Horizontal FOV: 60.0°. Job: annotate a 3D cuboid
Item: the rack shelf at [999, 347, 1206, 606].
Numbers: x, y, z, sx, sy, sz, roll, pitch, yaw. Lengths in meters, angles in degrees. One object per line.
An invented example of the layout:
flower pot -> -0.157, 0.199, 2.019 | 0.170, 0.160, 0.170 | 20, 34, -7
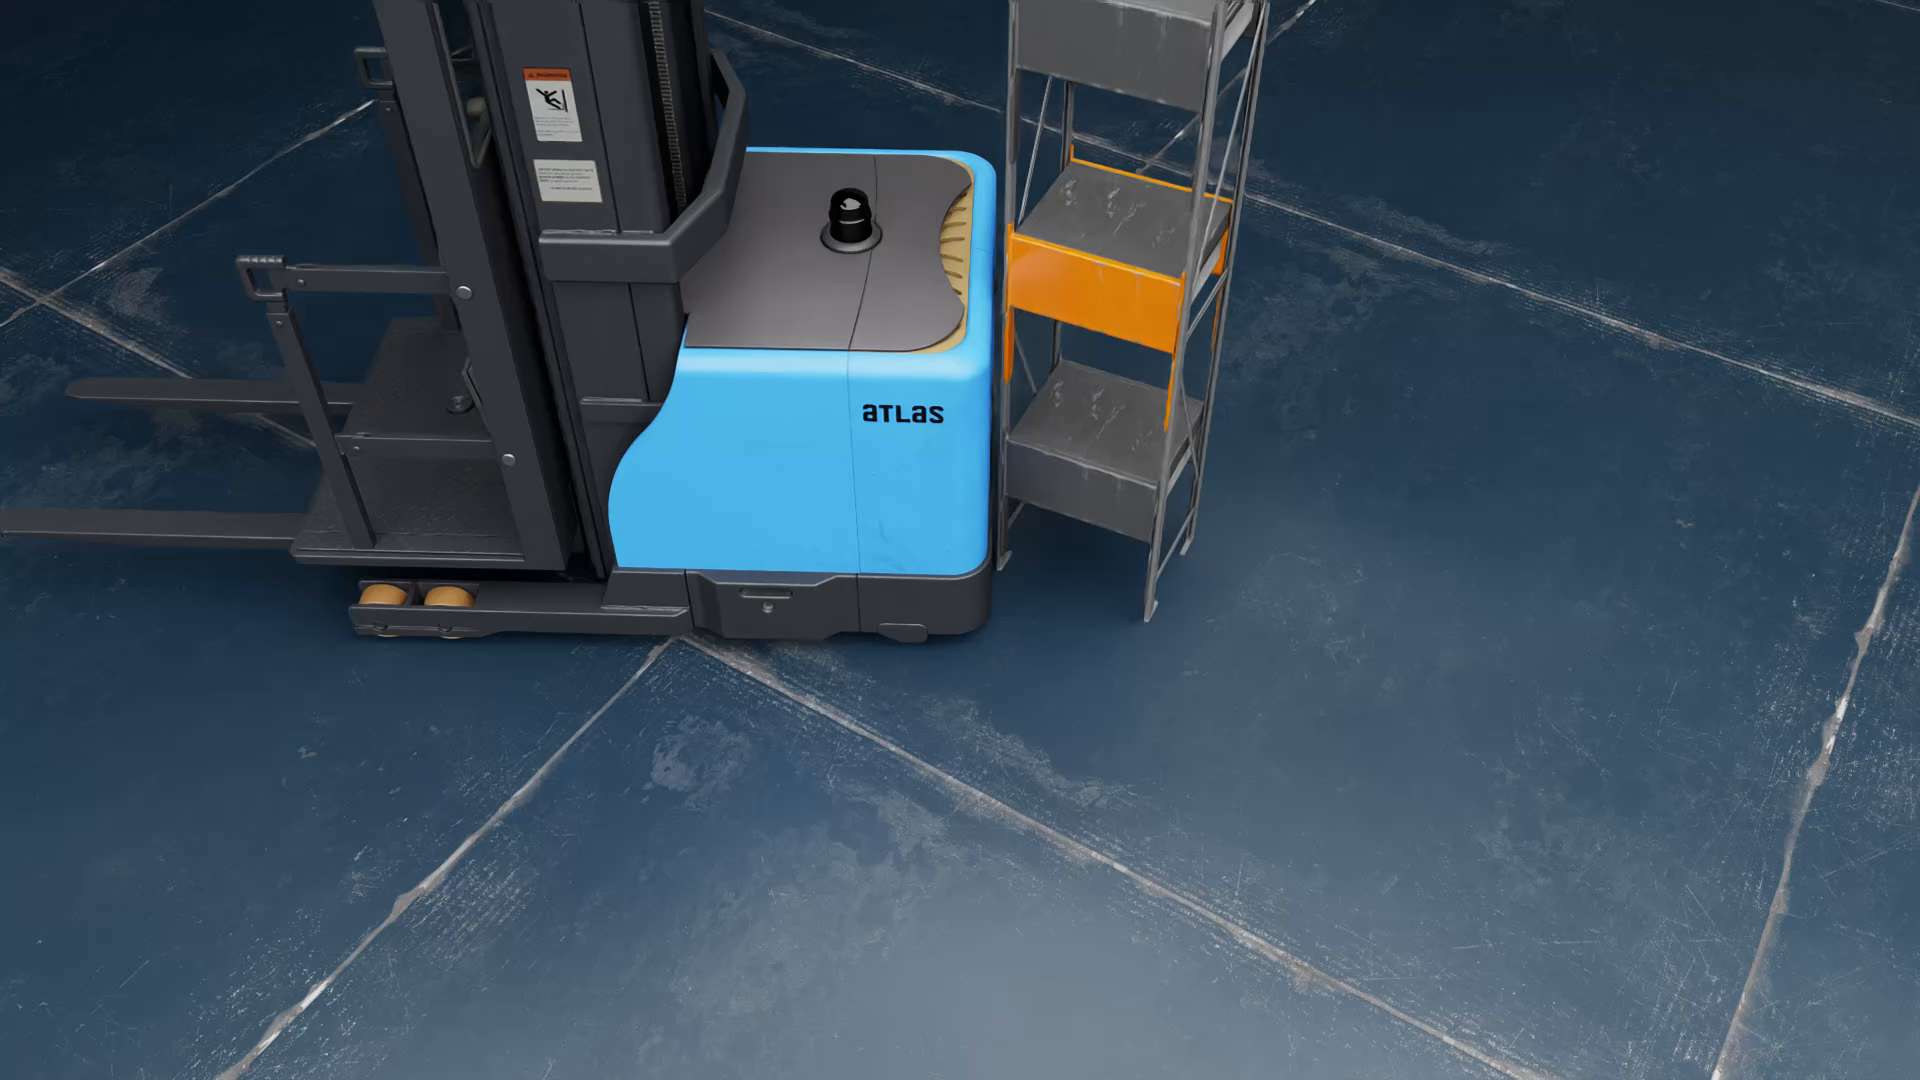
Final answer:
rack shelf -> 0.426, -0.190, 4.965 | 0.480, 0.518, 0.431 | 19, 49, 18

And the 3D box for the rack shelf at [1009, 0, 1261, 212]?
rack shelf -> 0.426, -1.166, 3.961 | 0.480, 0.518, 0.431 | 19, 49, 18

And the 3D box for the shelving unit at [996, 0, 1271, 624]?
shelving unit -> 0.426, -0.687, 4.454 | 0.503, 2.100, 0.431 | 19, 49, 18

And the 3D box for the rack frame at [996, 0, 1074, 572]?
rack frame -> 0.206, -0.763, 4.528 | 0.015, 2.100, 0.400 | 19, 49, 18

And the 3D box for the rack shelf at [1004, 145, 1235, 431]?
rack shelf -> 0.426, -0.678, 4.463 | 0.480, 0.518, 0.431 | 19, 49, 18

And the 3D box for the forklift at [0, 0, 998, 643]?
forklift -> -1.410, -1.105, 4.280 | 3.031, 2.935, 1.130 | 1, 46, 1

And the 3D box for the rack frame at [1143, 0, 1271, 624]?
rack frame -> 0.645, -0.611, 4.380 | 0.015, 2.100, 0.400 | 19, 49, 18
